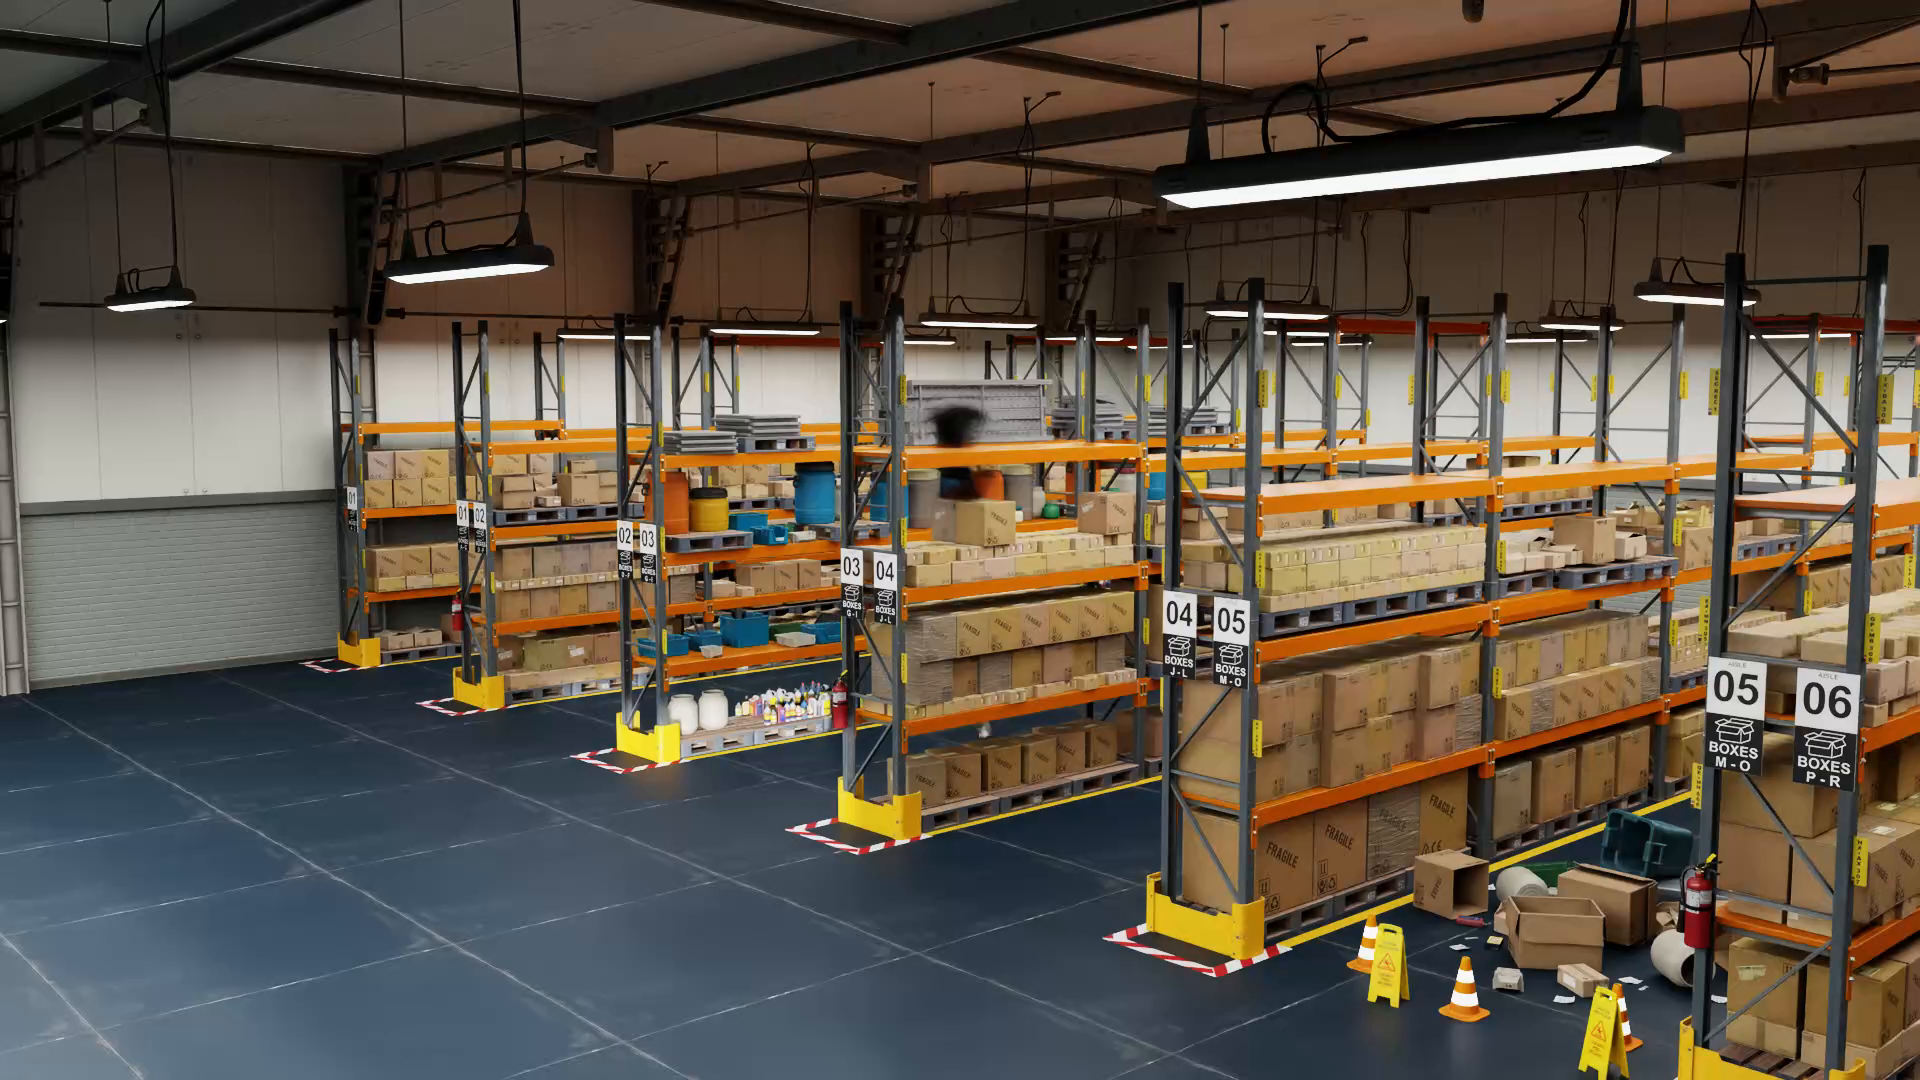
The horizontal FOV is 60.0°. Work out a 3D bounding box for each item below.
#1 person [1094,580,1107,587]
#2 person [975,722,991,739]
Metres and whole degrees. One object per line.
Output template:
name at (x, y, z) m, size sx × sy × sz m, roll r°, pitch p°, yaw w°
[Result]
person at (2.562, 1.263, 30.996) m, size 0.779 × 1.725 × 0.756 m, roll -4°, pitch 7°, yaw -32°
person at (0.161, 2.139, 23.518) m, size 0.578 × 1.398 × 0.945 m, roll 2°, pitch 6°, yaw 23°
